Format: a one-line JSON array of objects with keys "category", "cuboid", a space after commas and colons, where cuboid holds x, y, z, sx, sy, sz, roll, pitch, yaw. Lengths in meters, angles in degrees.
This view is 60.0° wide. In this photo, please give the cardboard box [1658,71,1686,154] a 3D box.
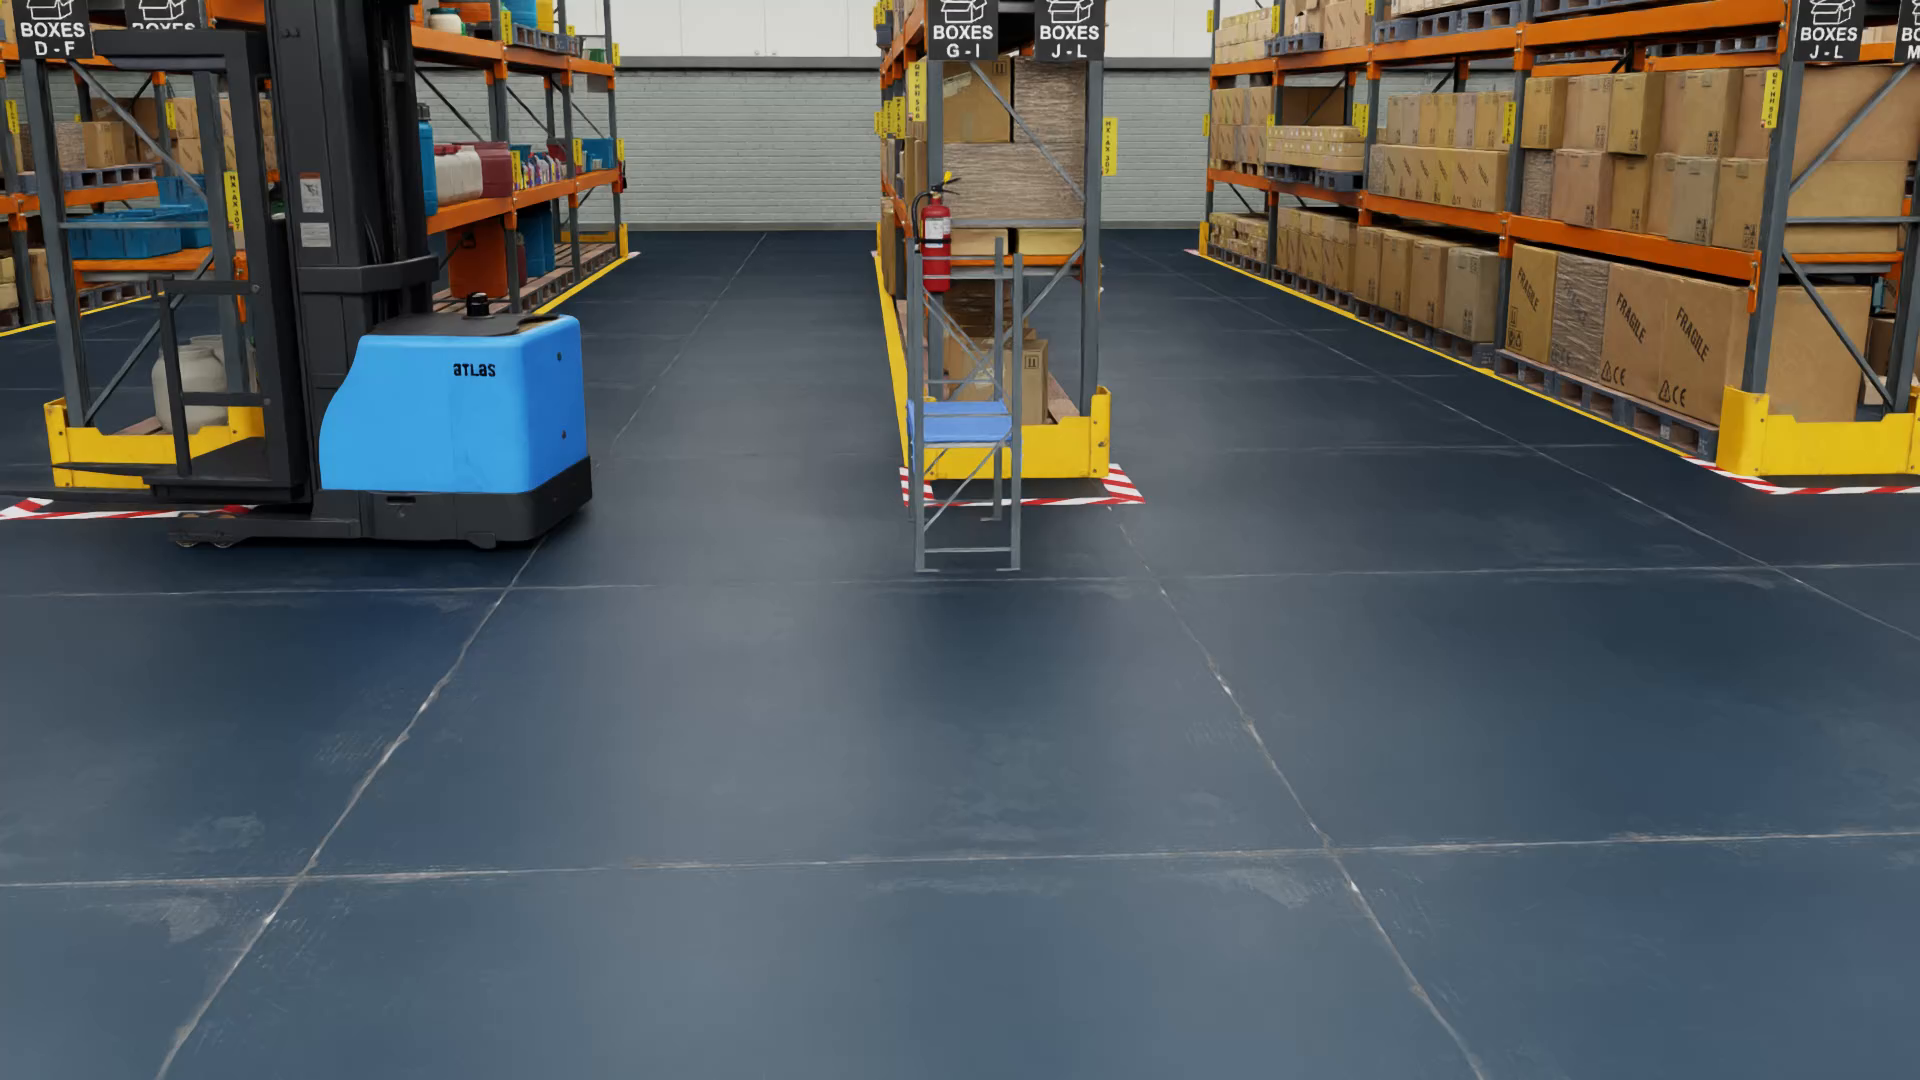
[{"category": "cardboard box", "cuboid": [5.260, -2.860, 11.154, 0.875, 0.550, 0.550, -1, 14, -3]}]

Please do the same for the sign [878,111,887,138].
[{"category": "sign", "cuboid": [-0.984, -5.276, 21.118, 0.100, 0.325, 0.005, -1, 14, -3]}]

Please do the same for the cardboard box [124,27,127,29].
[{"category": "cardboard box", "cuboid": [-10.100, -6.423, 20.747, 0.500, 0.250, 0.500, -1, 14, -3]}]

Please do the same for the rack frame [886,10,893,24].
[{"category": "rack frame", "cuboid": [-0.431, -7.733, 20.523, 1.000, 3.000, 0.127, -1, 14, -3]}]

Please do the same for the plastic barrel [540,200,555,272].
[{"category": "plastic barrel", "cuboid": [-5.357, -3.803, 20.655, 0.600, 0.901, 0.708, -1, 14, -3]}]

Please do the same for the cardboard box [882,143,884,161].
[{"category": "cardboard box", "cuboid": [-0.852, -5.516, 23.650, 0.500, 0.250, 0.500, -1, 14, -5]}]

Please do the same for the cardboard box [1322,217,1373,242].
[{"category": "cardboard box", "cuboid": [4.428, -3.532, 18.902, 0.500, 0.250, 0.500, -1, 14, -3]}]

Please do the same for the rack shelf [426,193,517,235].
[{"category": "rack shelf", "cuboid": [-5.002, -2.911, 15.263, 1.077, 0.370, 4.000, -1, 14, -3]}]

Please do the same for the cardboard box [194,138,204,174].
[{"category": "cardboard box", "cuboid": [-10.113, -4.982, 21.671, 0.500, 0.500, 0.500, -1, 14, -2]}]

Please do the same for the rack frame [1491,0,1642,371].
[{"category": "rack frame", "cuboid": [5.022, -2.890, 13.737, 1.000, 3.000, 0.127, -1, 14, -3]}]

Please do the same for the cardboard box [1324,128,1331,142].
[{"category": "cardboard box", "cuboid": [4.256, -4.497, 18.451, 0.380, 0.149, 0.250, 0, 14, -2]}]

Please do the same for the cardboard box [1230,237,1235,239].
[{"category": "cardboard box", "cuboid": [4.129, -4.309, 24.131, 0.380, 0.149, 0.250, -1, 14, -3]}]

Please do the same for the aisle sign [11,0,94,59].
[{"category": "aisle sign", "cuboid": [-4.923, -3.003, 8.962, 0.394, 0.787, 0.004, -1, 14, -3]}]

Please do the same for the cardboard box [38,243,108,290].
[{"category": "cardboard box", "cuboid": [-9.877, -3.056, 18.518, 0.500, 0.500, 0.500, -1, 14, -4]}]

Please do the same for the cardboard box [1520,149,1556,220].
[{"category": "cardboard box", "cuboid": [5.057, -2.871, 13.363, 0.875, 0.550, 0.550, -1, 14, -3]}]

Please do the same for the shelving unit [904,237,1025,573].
[{"category": "shelving unit", "cuboid": [0.005, -0.705, 8.257, 0.538, 1.500, 1.048, -1, 14, -3]}]

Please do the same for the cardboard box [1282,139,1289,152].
[{"category": "cardboard box", "cuboid": [4.143, -4.807, 20.252, 0.380, 0.149, 0.250, -2, 15, -6]}]

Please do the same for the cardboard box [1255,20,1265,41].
[{"category": "cardboard box", "cuboid": [4.223, -6.742, 21.987, 0.500, 0.250, 0.500, -1, 15, -6]}]

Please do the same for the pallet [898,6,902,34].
[{"category": "pallet", "cuboid": [0.066, -4.613, 14.792, 1.213, 0.211, 1.003, -1, 14, -3]}]

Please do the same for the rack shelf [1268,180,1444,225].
[{"category": "rack shelf", "cuboid": [4.650, -4.033, 19.626, 1.077, 0.370, 4.000, -1, 14, -3]}]

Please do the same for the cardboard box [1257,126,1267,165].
[{"category": "cardboard box", "cuboid": [4.214, -5.188, 21.871, 0.500, 0.500, 0.500, -1, 14, -3]}]

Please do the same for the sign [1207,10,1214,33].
[{"category": "sign", "cuboid": [3.737, -7.742, 24.821, 0.100, 0.325, 0.005, -1, 14, -3]}]

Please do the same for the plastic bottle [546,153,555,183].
[{"category": "plastic bottle", "cuboid": [-4.991, -4.504, 20.110, 0.144, 0.351, 0.185, -1, 14, -3]}]

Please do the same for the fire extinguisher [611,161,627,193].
[{"category": "fire extinguisher", "cuboid": [-5.178, -5.573, 25.068, 0.296, 0.674, 0.183, -1, 14, -3]}]

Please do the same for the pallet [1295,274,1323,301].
[{"category": "pallet", "cuboid": [4.654, -3.031, 19.883, 1.003, 0.211, 1.213, -1, 14, -3]}]

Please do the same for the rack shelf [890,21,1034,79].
[{"category": "rack shelf", "cuboid": [-0.059, -4.440, 15.186, 1.077, 0.370, 4.000, -1, 14, -3]}]

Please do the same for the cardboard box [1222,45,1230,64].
[{"category": "cardboard box", "cuboid": [4.079, -7.007, 24.023, 0.500, 0.250, 0.500, 0, 14, -2]}]

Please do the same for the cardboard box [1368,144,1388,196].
[{"category": "cardboard box", "cuboid": [4.532, -3.817, 17.141, 0.500, 0.500, 0.500, -1, 14, -3]}]

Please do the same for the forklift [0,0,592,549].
[{"category": "forklift", "cuboid": [-3.568, -1.509, 8.508, 3.031, 2.935, 1.130, 1, 14, 6]}]

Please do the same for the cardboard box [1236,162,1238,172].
[{"category": "cardboard box", "cuboid": [4.119, -5.280, 23.530, 0.380, 0.149, 0.250, 0, 14, -1]}]

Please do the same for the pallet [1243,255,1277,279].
[{"category": "pallet", "cuboid": [4.449, -3.695, 22.465, 1.003, 0.211, 1.213, -1, 14, -3]}]

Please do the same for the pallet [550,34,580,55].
[{"category": "pallet", "cuboid": [-5.228, -5.919, 19.871, 1.213, 0.211, 1.003, -1, 14, -3]}]

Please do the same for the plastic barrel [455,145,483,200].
[{"category": "plastic barrel", "cuboid": [-4.849, -3.558, 16.111, 0.421, 0.512, 0.421, 0, 14, 0]}]

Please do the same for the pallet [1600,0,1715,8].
[{"category": "pallet", "cuboid": [5.135, -3.793, 11.407, 1.003, 0.211, 1.213, -1, 14, -3]}]

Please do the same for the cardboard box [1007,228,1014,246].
[{"category": "cardboard box", "cuboid": [0.500, -1.983, 10.718, 0.380, 0.149, 0.250, -1, 14, -3]}]

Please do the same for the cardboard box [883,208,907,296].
[{"category": "cardboard box", "cuboid": [-0.205, -3.179, 18.284, 1.225, 0.875, 0.875, -2, 15, -6]}]

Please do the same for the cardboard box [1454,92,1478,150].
[{"category": "cardboard box", "cuboid": [4.920, -3.799, 15.065, 0.700, 0.500, 0.500, -1, 14, -3]}]

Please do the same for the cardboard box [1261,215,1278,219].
[{"category": "cardboard box", "cuboid": [4.618, -4.666, 24.326, 0.380, 0.149, 0.250, -1, 15, -6]}]

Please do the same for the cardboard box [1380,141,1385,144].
[{"category": "cardboard box", "cuboid": [4.906, -4.367, 18.545, 0.380, 0.149, 0.250, -1, 14, -5]}]

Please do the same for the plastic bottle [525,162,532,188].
[{"category": "plastic bottle", "cuboid": [-4.856, -4.101, 18.678, 0.061, 0.283, 0.133, -1, 14, -3]}]

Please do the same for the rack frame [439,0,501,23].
[{"category": "rack frame", "cuboid": [-5.126, -6.662, 16.359, 1.000, 3.000, 0.127, -1, 14, -3]}]

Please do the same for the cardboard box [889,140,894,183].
[{"category": "cardboard box", "cuboid": [-0.589, -4.508, 19.828, 0.500, 0.500, 0.500, -1, 14, -5]}]

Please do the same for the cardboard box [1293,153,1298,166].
[{"category": "cardboard box", "cuboid": [4.178, -4.531, 19.779, 0.380, 0.149, 0.250, -1, 14, -4]}]

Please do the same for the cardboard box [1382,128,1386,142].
[{"category": "cardboard box", "cuboid": [4.909, -4.500, 18.464, 0.380, 0.149, 0.250, -1, 14, -4]}]

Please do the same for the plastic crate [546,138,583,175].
[{"category": "plastic crate", "cuboid": [-5.179, -5.037, 21.836, 0.402, 0.464, 0.583, -1, 14, -3]}]

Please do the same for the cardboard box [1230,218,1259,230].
[{"category": "cardboard box", "cuboid": [4.073, -4.522, 23.767, 0.380, 0.149, 0.250, -1, 14, -3]}]

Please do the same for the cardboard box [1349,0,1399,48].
[{"category": "cardboard box", "cuboid": [4.485, -5.524, 17.754, 0.500, 0.500, 0.500, -1, 14, -3]}]

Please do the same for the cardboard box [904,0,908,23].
[{"category": "cardboard box", "cuboid": [-0.163, -4.102, 12.732, 0.500, 0.250, 0.500, -1, 15, -6]}]

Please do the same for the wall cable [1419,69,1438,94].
[{"category": "wall cable", "cuboid": [8.840, -7.885, 31.050, 0.585, 1.953, 0.123, -1, 14, -3]}]

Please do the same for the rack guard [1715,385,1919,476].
[{"category": "rack guard", "cuboid": [5.271, -0.678, 10.159, 1.175, 0.500, 0.348, -1, 14, -3]}]
